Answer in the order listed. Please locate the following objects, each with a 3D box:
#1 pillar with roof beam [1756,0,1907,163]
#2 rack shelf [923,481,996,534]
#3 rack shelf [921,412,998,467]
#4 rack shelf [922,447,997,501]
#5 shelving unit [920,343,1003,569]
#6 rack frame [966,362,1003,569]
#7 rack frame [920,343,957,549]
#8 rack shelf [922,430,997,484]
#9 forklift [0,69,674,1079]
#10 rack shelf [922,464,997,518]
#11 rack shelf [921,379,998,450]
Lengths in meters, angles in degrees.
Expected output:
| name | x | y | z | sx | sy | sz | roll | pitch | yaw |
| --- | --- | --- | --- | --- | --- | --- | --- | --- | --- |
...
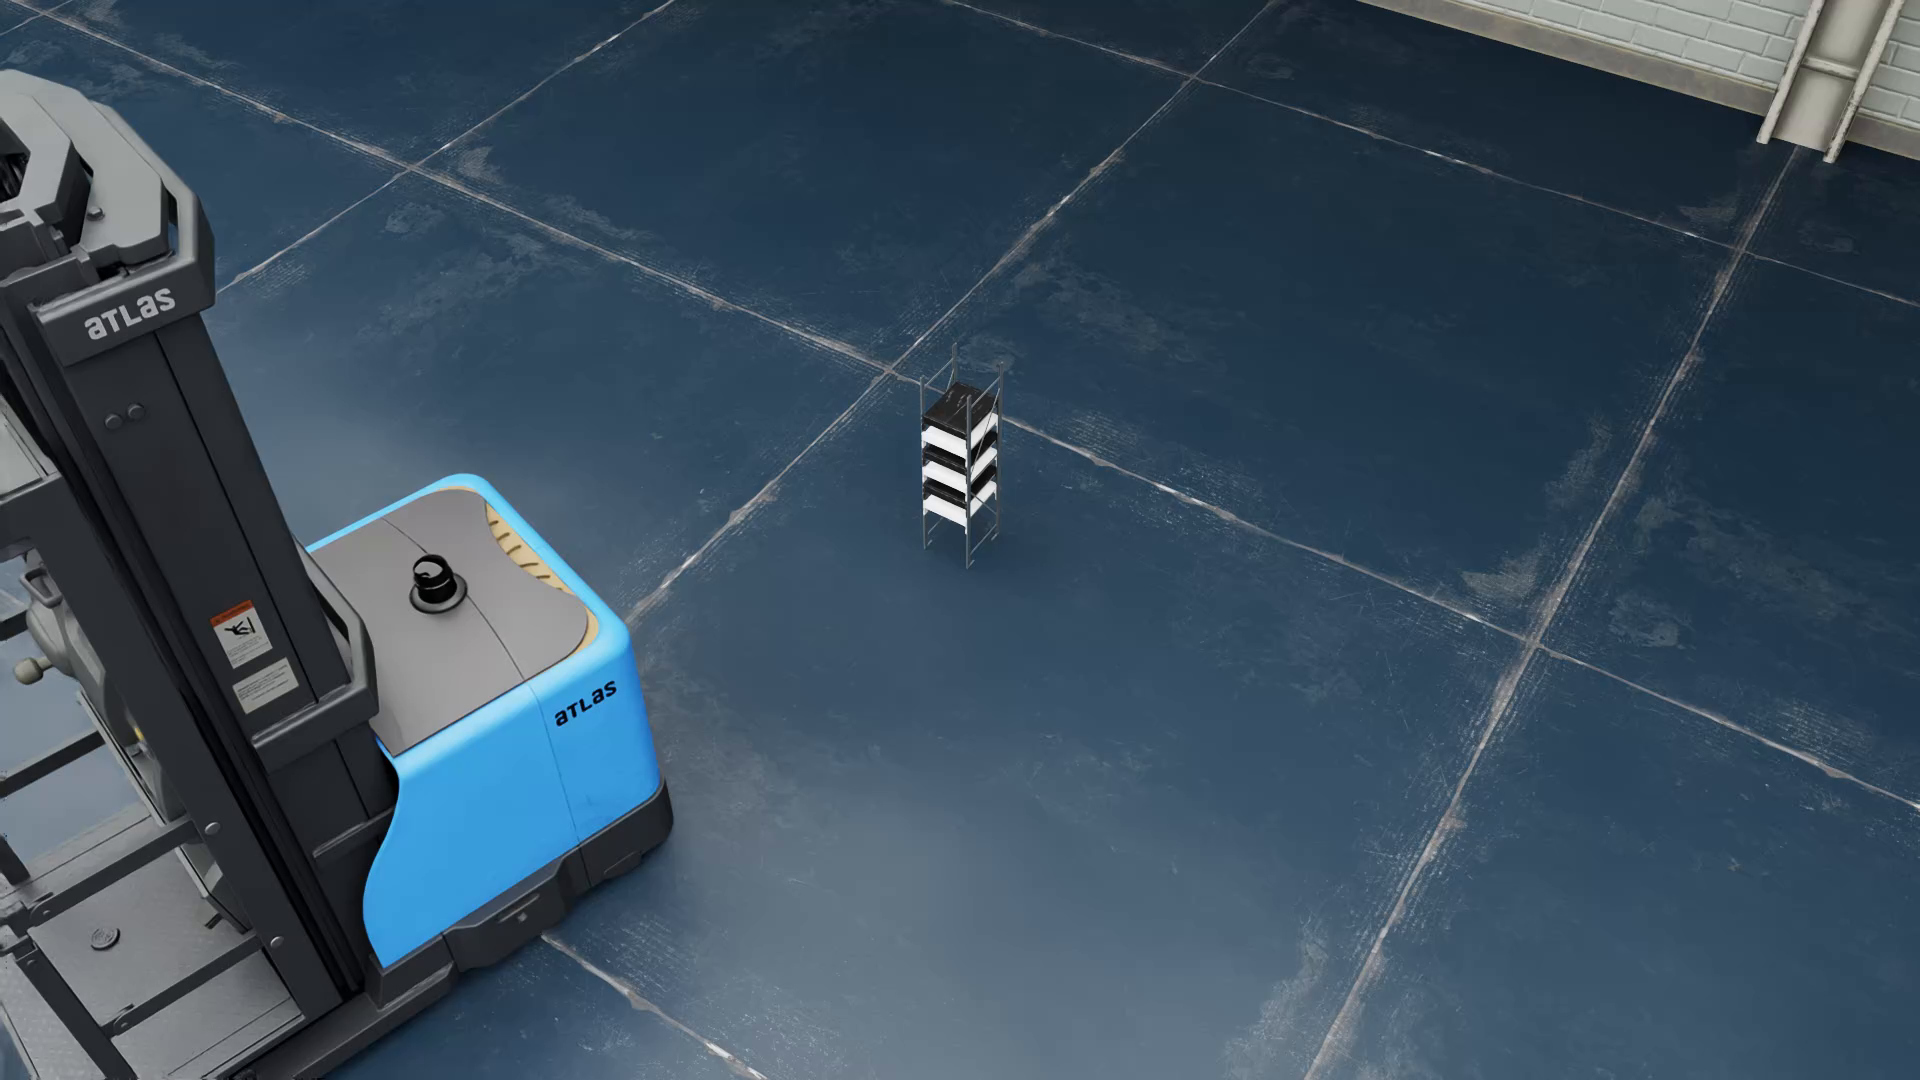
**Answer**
| name | x | y | z | sx | sy | sz | roll | pitch | yaw |
| --- | --- | --- | --- | --- | --- | --- | --- | --- | --- |
| pillar with roof beam | 2.138 | -2.665 | 3.065 | 0.400 | 9.000 | 9.100 | 25 | 51 | 22 |
| rack shelf | 0.007 | -0.162 | 6.577 | 0.200 | 0.077 | 0.258 | 25 | 51 | 22 |
| rack shelf | 0.007 | -0.413 | 6.319 | 0.200 | 0.077 | 0.258 | 25 | 51 | 22 |
| rack shelf | 0.007 | -0.287 | 6.448 | 0.200 | 0.077 | 0.258 | 25 | 51 | 22 |
| shelving unit | 0.007 | -0.310 | 6.424 | 0.210 | 0.900 | 0.258 | 25 | 51 | 22 |
| rack frame | 0.092 | -0.271 | 6.386 | 0.006 | 0.900 | 0.240 | 25 | 51 | 22 |
| rack frame | -0.079 | -0.350 | 6.462 | 0.006 | 0.900 | 0.240 | 25 | 51 | 22 |
| rack shelf | 0.007 | -0.350 | 6.384 | 0.200 | 0.077 | 0.258 | 25 | 51 | 22 |
| forklift | -2.427 | 0.434 | 4.285 | 3.031 | 2.935 | 1.130 | -32 | 54 | -27 |
| rack shelf | 0.007 | -0.225 | 6.513 | 0.200 | 0.077 | 0.258 | 25 | 51 | 22 |
| rack shelf | 0.007 | -0.475 | 6.254 | 0.200 | 0.077 | 0.258 | 25 | 51 | 22 |
